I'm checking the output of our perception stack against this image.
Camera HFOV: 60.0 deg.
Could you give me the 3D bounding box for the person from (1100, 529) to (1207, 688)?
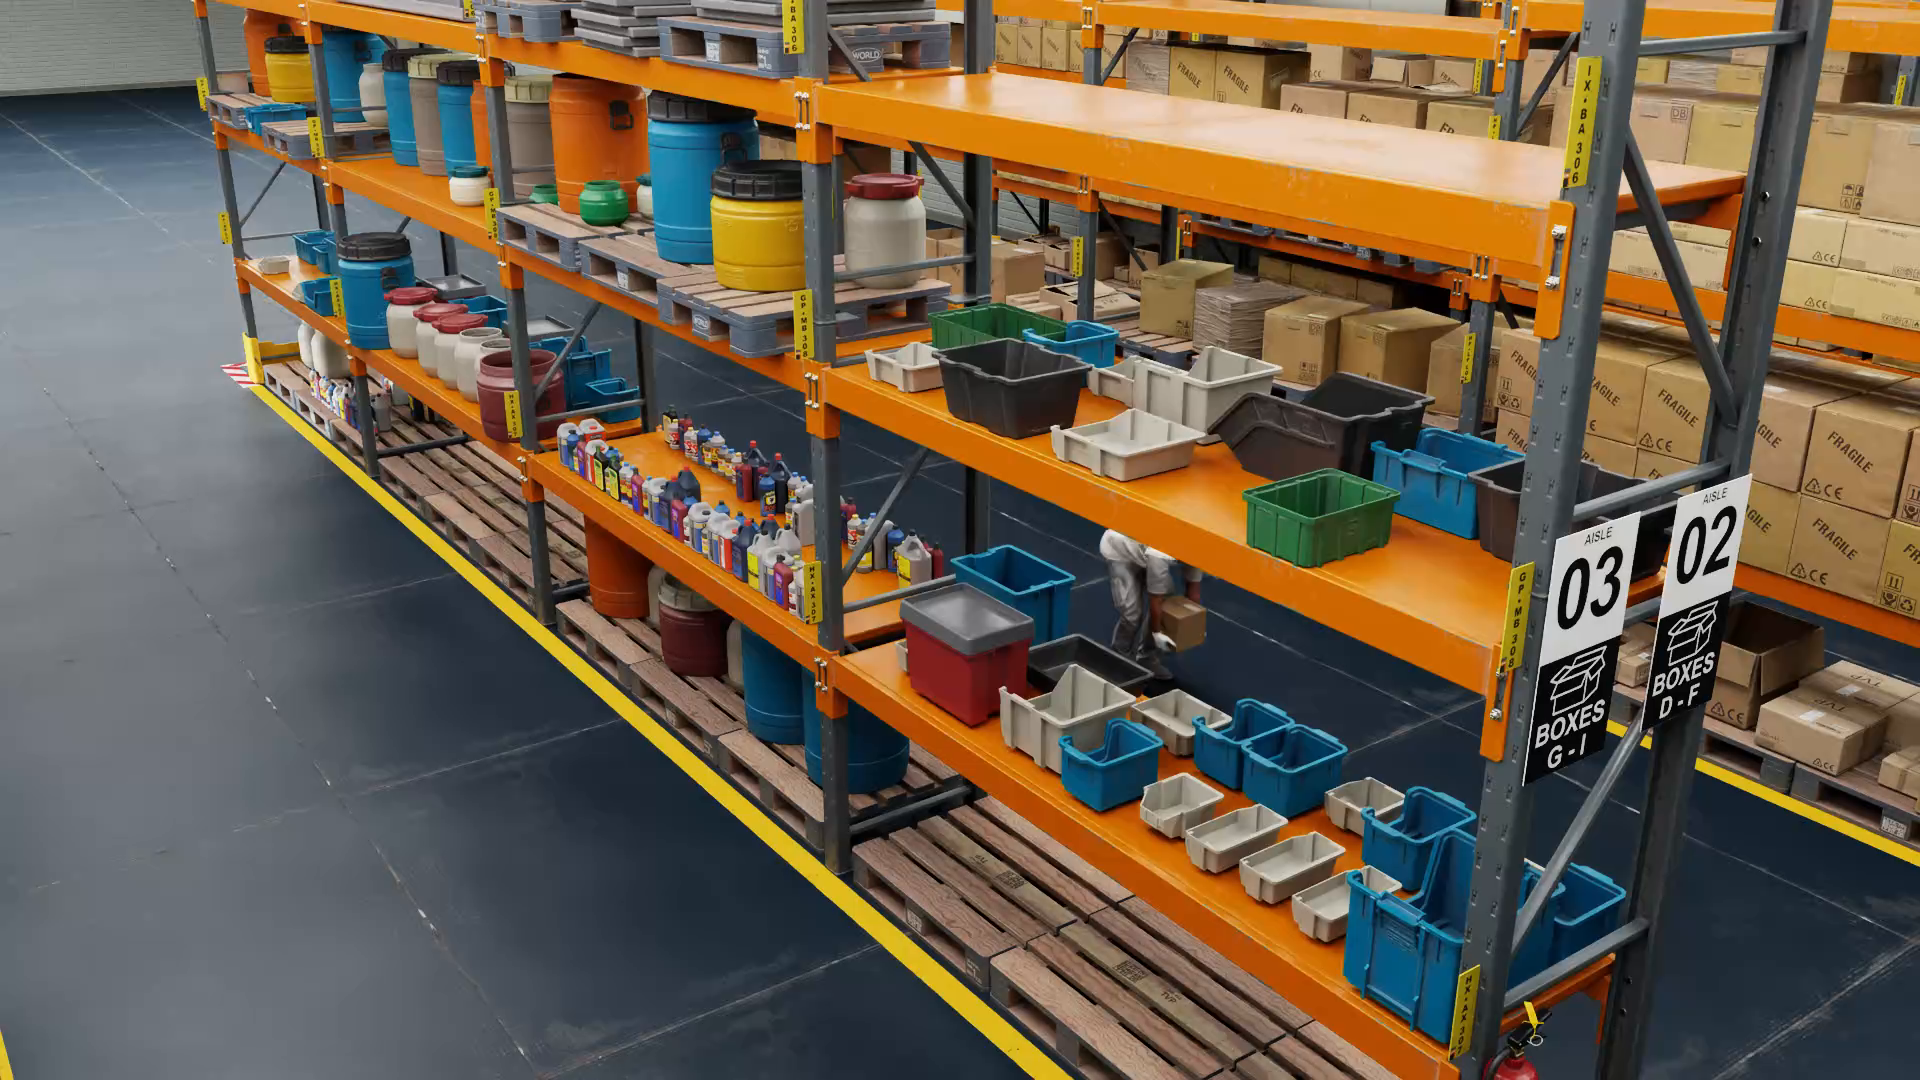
[{"bbox_3d":[1.325,0.399,10.791,0.482,1.225,0.969,-15,26,-35],"label":"person"}]
